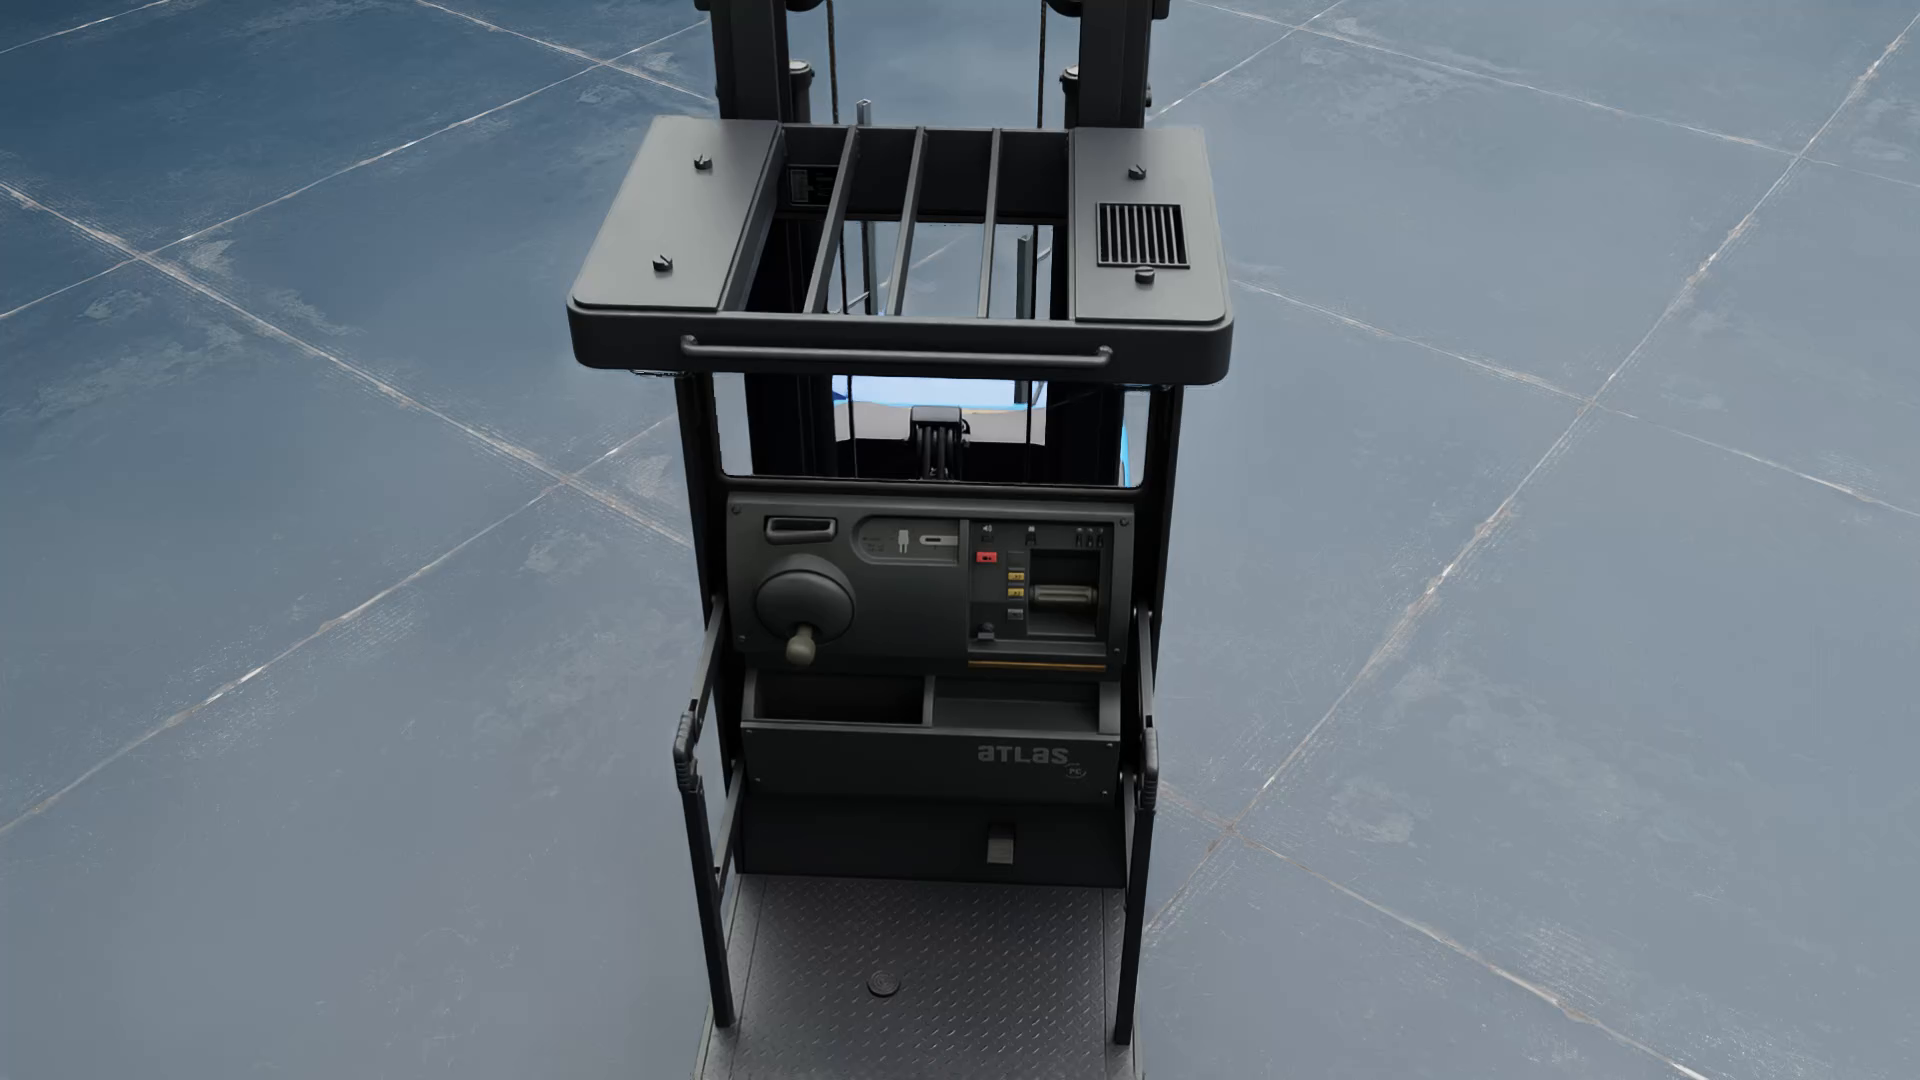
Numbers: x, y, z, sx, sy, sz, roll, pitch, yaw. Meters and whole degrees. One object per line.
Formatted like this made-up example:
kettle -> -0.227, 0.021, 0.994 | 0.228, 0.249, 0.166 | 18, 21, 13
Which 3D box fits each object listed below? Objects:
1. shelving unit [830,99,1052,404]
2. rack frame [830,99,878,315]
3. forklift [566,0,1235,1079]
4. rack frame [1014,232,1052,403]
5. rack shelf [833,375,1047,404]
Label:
shelving unit -> -0.068, -0.622, 5.828 | 1.048, 1.500, 0.500 | 25, 45, 29
rack frame -> -0.472, -0.813, 6.072 | 0.032, 1.500, 0.500 | 25, 45, 29
forklift -> -0.080, 0.174, 3.650 | 1.130, 2.935, 3.031 | 2, 38, 2
rack frame -> 0.336, -0.432, 5.585 | 0.032, 1.500, 0.500 | 25, 45, 29
rack shelf -> -0.068, -0.519, 5.909 | 0.952, 0.062, 0.459 | 25, 45, 29
